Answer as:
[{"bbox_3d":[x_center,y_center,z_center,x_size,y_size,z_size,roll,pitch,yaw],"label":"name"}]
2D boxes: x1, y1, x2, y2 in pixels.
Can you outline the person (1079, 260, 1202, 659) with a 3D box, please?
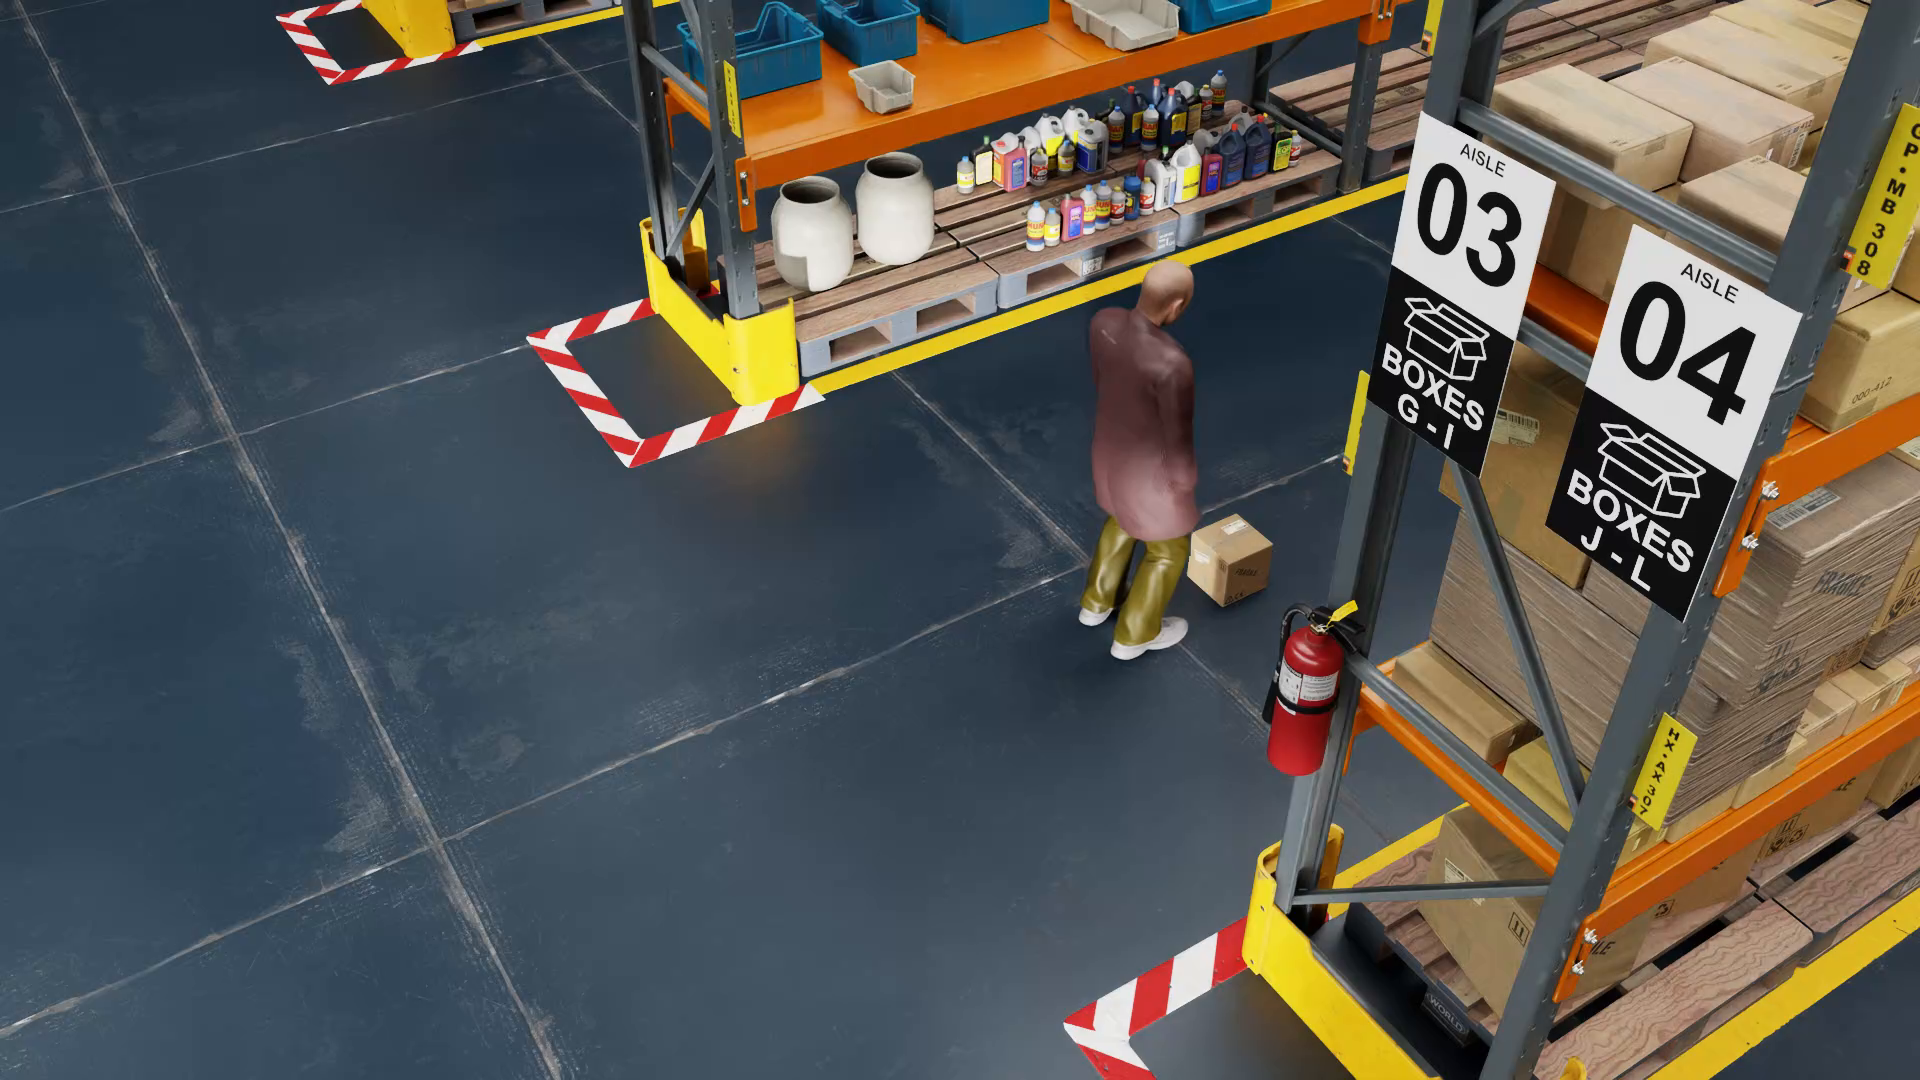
[{"bbox_3d":[0.720,-0.318,6.573,0.390,1.751,0.579,-21,45,-23],"label":"person"}]
